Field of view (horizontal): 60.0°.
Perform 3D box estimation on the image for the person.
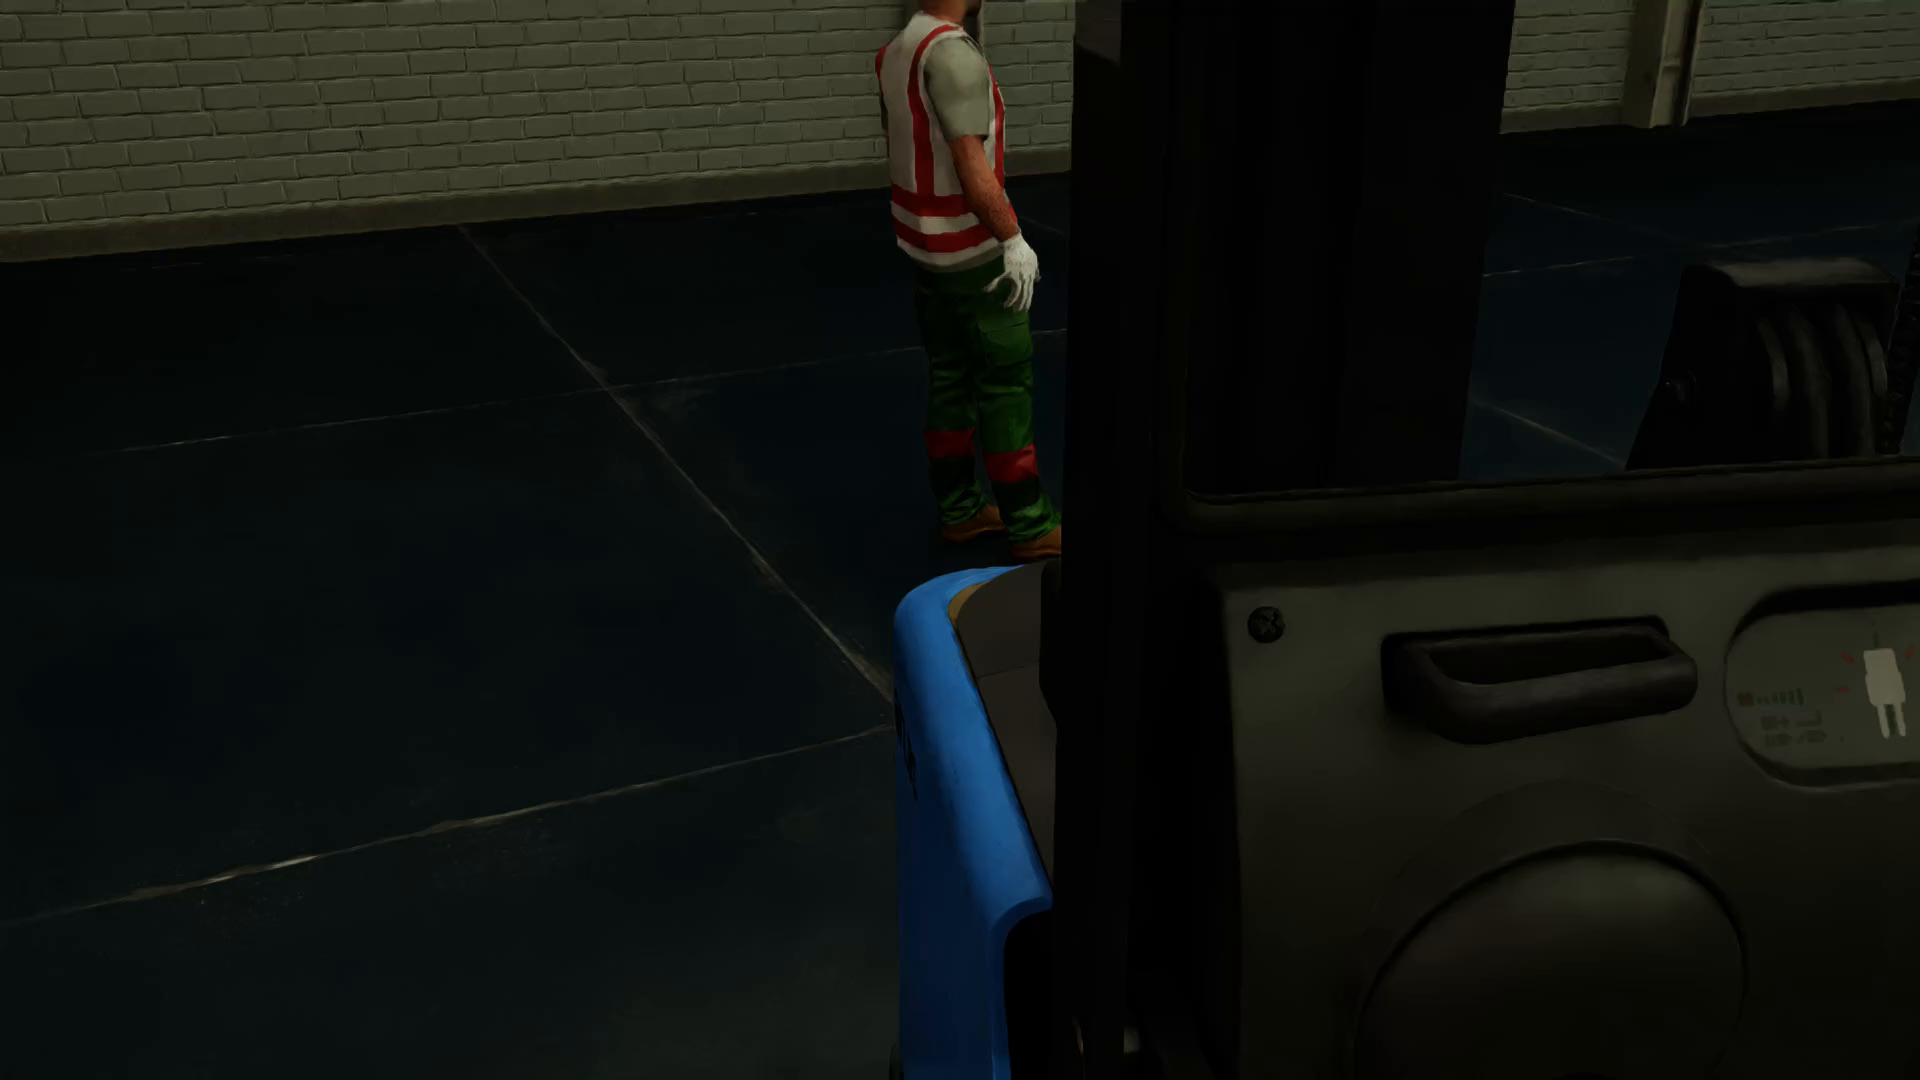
[{"bbox_3d":[0.078,-0.842,4.783,0.563,1.787,0.637,-10,25,-23],"label":"person"}]
